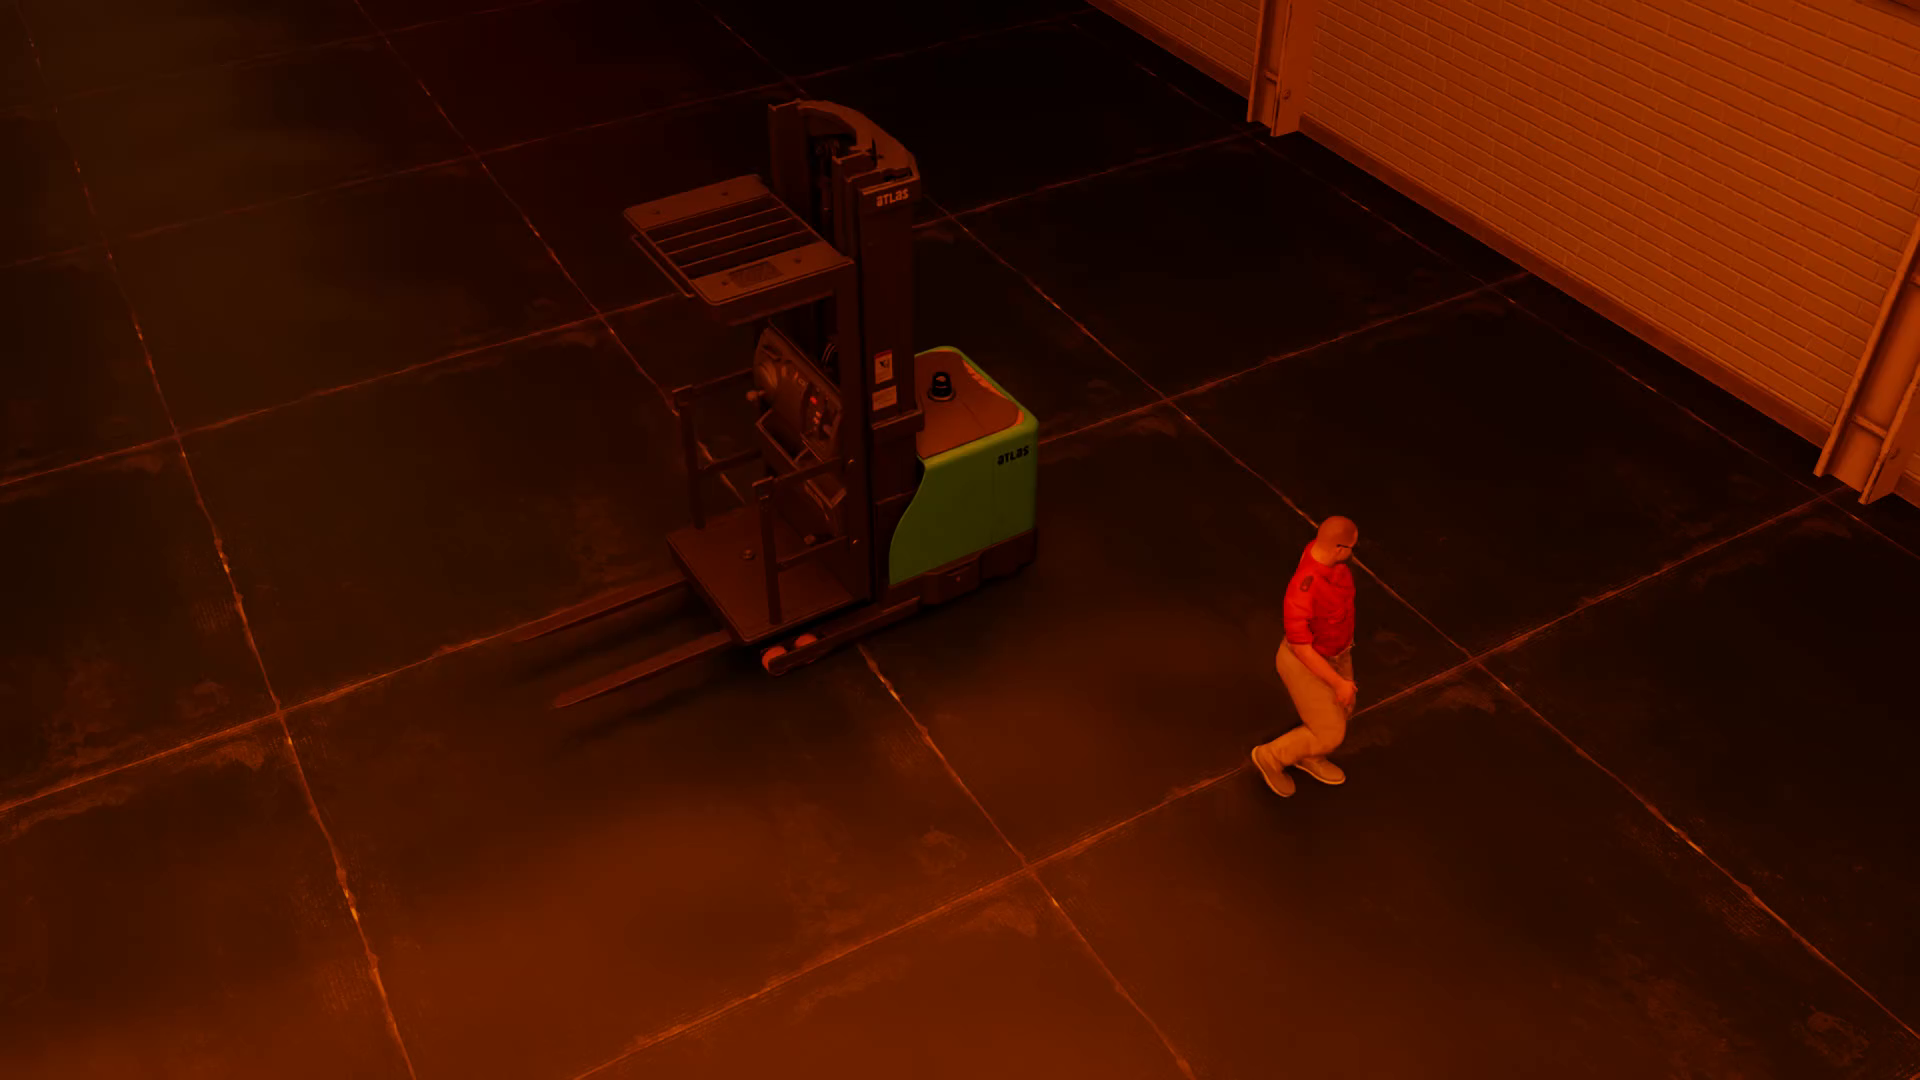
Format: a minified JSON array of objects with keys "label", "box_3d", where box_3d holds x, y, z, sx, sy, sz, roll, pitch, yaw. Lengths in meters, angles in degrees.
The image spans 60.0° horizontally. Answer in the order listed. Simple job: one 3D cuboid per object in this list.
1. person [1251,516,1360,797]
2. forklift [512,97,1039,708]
[{"label":"person","box_3d":[1.832,0.567,8.338,0.492,1.707,0.779,22,44,24]},{"label":"forklift","box_3d":[-1.055,-0.748,8.938,3.031,2.935,1.130,-22,44,-24]}]
